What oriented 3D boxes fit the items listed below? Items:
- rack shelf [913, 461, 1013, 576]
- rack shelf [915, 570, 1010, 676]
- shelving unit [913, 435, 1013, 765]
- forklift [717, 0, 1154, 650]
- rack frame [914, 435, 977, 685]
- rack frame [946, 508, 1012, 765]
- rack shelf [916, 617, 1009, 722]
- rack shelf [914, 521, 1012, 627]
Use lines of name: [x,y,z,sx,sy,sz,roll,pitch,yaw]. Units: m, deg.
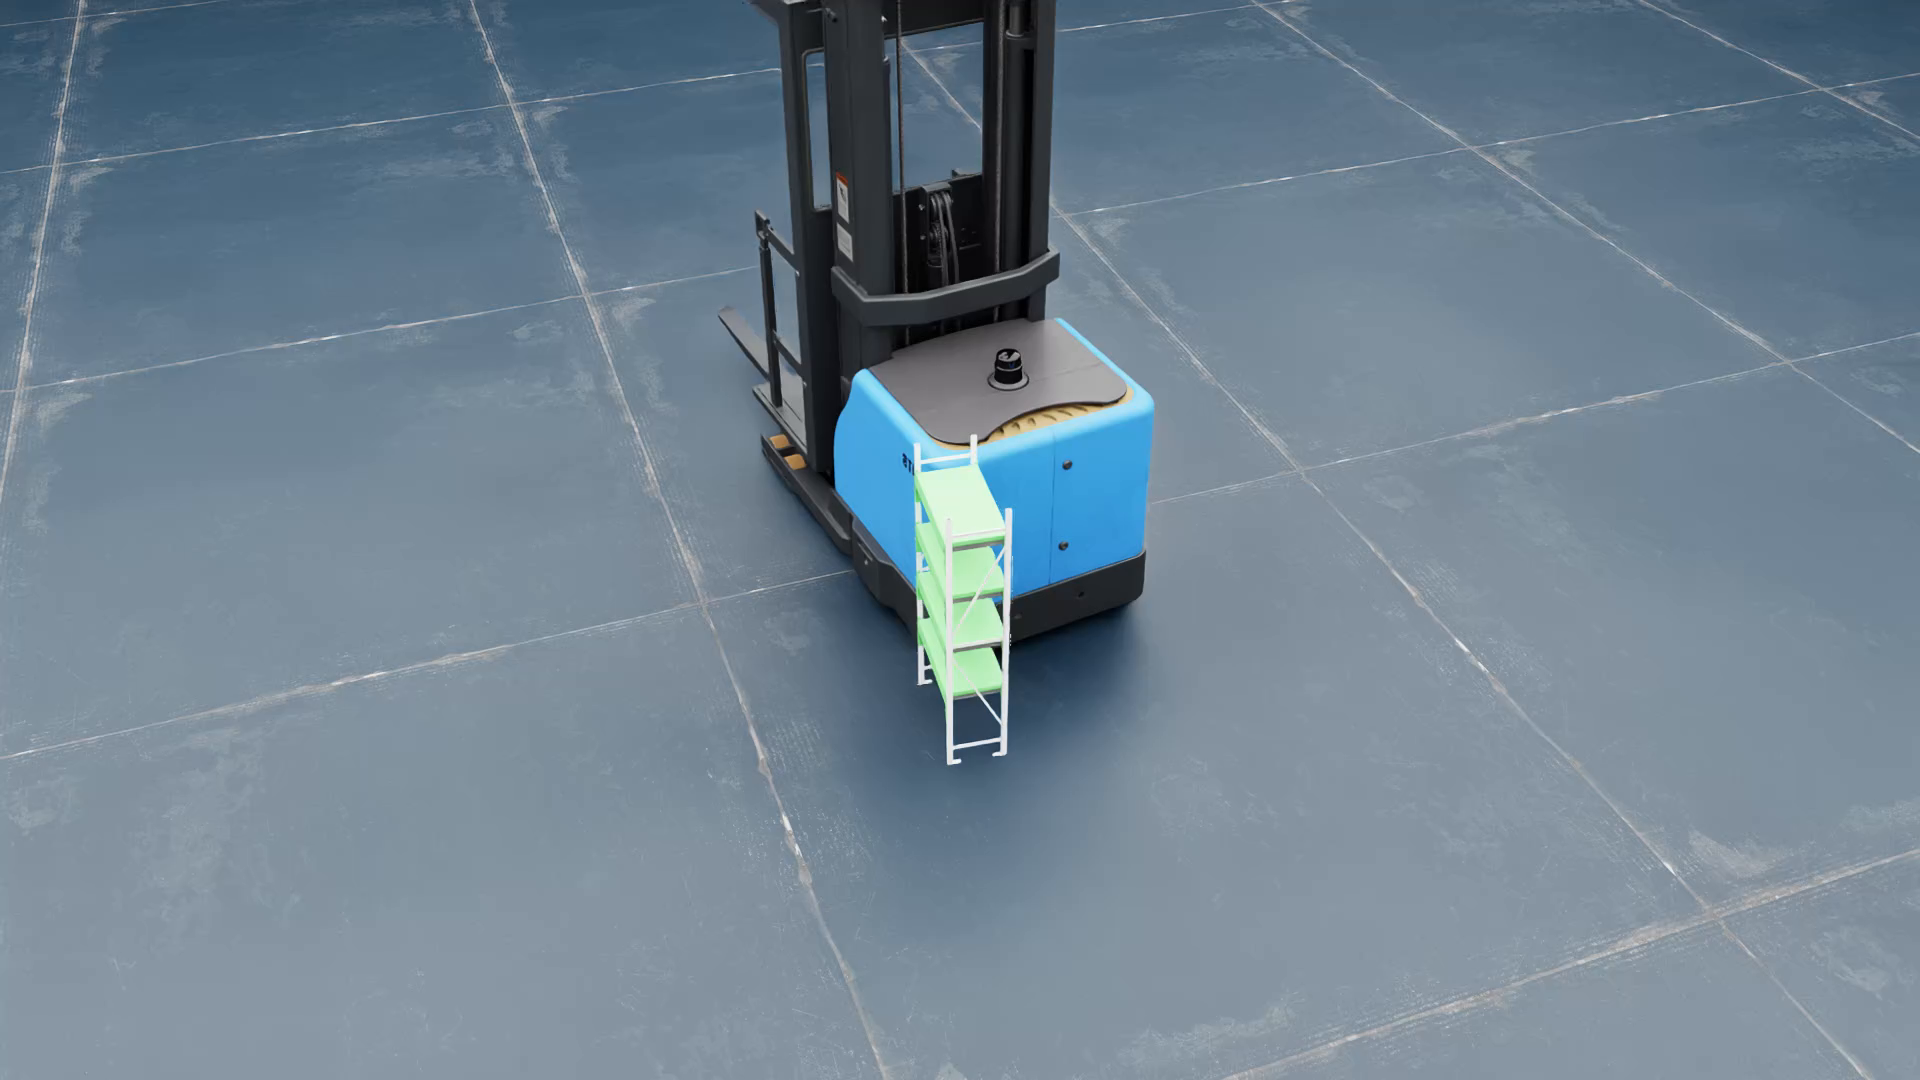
rack shelf: [0.006,-0.086,6.175,0.258,0.148,0.480,-9,38,-11]
rack shelf: [0.006,0.297,6.464,0.258,0.148,0.480,-9,38,-11]
shelving unit: [0.006,0.246,6.426,0.258,1.200,0.503,-9,38,-11]
forklift: [-0.322,-1.535,7.351,1.130,2.935,3.031,-17,40,-22]
rack frame: [-0.054,0.104,6.614,0.240,1.200,0.015,-9,38,-11]
rack frame: [0.067,0.389,6.237,0.240,1.200,0.015,-9,38,-11]
rack shelf: [0.006,0.489,6.608,0.258,0.148,0.480,-9,38,-11]
rack shelf: [0.006,0.106,6.320,0.258,0.148,0.480,-9,38,-11]
